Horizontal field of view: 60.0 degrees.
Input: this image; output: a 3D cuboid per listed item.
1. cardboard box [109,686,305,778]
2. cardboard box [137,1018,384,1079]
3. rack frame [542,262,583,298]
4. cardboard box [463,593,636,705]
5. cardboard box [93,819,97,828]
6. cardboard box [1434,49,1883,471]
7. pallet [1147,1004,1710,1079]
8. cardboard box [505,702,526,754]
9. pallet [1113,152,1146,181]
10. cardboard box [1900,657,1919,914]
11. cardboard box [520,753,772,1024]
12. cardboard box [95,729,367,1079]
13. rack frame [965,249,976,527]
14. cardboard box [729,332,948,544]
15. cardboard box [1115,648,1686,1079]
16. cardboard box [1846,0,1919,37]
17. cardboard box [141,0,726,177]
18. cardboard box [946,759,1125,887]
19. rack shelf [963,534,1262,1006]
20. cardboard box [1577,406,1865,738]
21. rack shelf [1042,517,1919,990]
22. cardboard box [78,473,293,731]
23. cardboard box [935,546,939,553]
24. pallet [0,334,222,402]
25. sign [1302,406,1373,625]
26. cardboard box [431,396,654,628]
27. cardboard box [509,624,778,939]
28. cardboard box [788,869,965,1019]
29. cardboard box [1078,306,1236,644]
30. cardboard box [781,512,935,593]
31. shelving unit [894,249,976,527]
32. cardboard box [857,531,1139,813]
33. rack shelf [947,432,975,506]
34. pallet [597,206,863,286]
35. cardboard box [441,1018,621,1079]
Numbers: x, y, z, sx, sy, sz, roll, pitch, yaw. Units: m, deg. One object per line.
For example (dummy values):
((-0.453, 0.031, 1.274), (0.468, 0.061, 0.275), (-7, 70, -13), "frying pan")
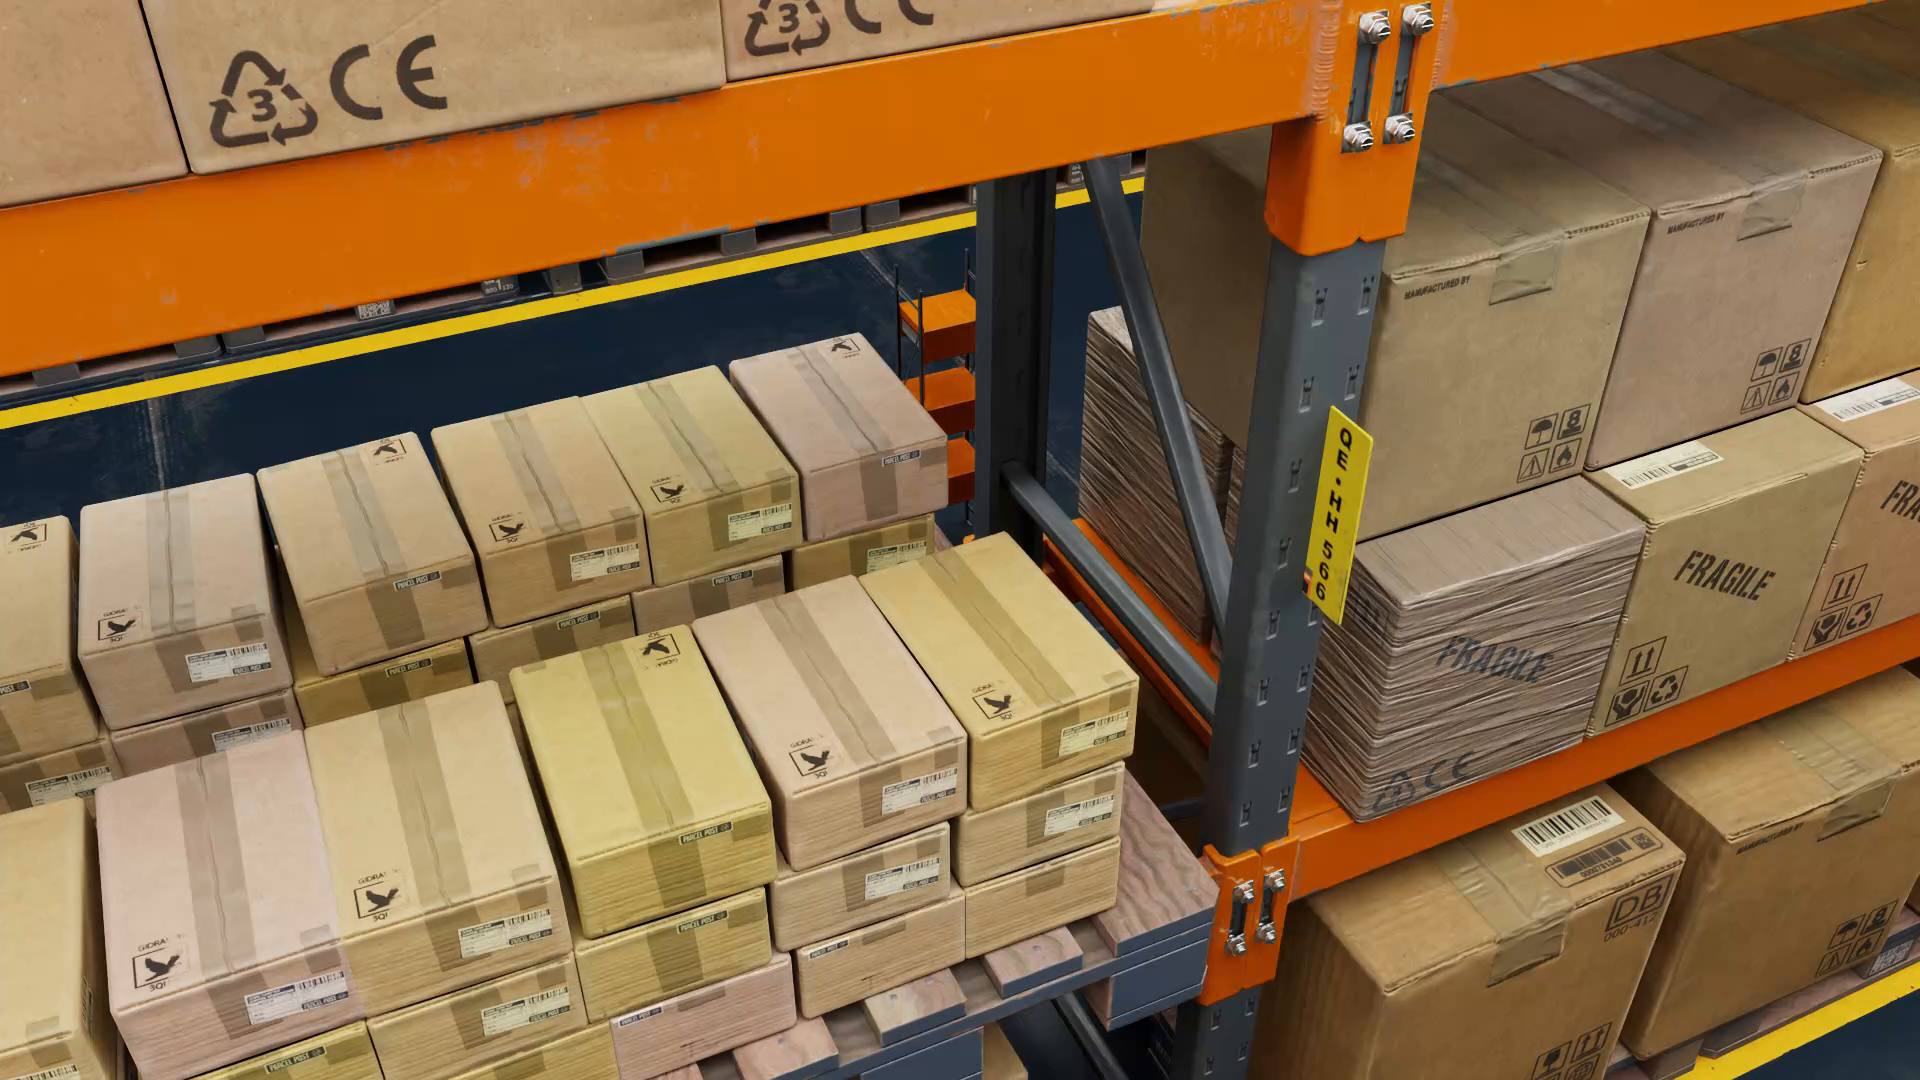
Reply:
((-1.168, 0.204, 2.566), (0.250, 0.149, 0.380), (-16, 39, -20), "cardboard box")
((-0.890, 0.556, 2.091), (0.250, 0.149, 0.380), (-16, 39, -20), "cardboard box")
((-1.900, -2.533, 6.647), (0.127, 3.000, 1.000), (-16, 39, -20), "rack frame")
((-0.713, 0.077, 2.737), (0.250, 0.149, 0.380), (-17, 40, -21), "cardboard box")
((-1.396, 0.385, 2.572), (0.250, 0.149, 0.380), (-15, 39, -19), "cardboard box")
((1.162, -0.568, 3.074), (0.500, 0.500, 0.700), (-16, 40, -21), "cardboard box")
((1.040, 1.072, 4.127), (1.213, 0.211, 1.003), (-16, 39, -20), "pallet")
((-0.683, 0.184, 2.842), (0.250, 0.149, 0.380), (-14, 39, -18), "cardboard box")
((1.016, -2.227, 8.576), (1.213, 0.211, 1.003), (-16, 39, -20), "pallet")
((2.517, 0.281, 4.389), (0.750, 0.750, 1.050), (-16, 39, -20), "cardboard box")
((-0.437, 0.431, 2.260), (0.250, 0.149, 0.380), (-15, 39, -19), "cardboard box")
((-0.881, 0.432, 2.009), (0.250, 0.149, 0.380), (-16, 39, -20), "cardboard box")
((0.062, -0.439, 5.461), (0.008, 1.050, 0.200), (-16, 39, -20), "rack frame")
((-0.210, -0.182, 2.836), (0.250, 0.149, 0.380), (-16, 39, -20), "cardboard box")
((0.884, 0.740, 3.770), (0.750, 0.750, 1.050), (-16, 40, -21), "cardboard box")
((2.088, -0.828, 3.425), (0.500, 0.500, 0.700), (-16, 39, -20), "cardboard box")
((-0.562, -0.719, 1.599), (0.500, 0.500, 0.500), (-16, 39, -20), "cardboard box")
((0.041, 0.295, 2.444), (0.250, 0.149, 0.380), (-15, 39, -19), "cardboard box")
((-1.516, 0.906, 2.614), (4.000, 0.370, 1.077), (-16, 39, -20), "rack shelf")
((1.274, -0.027, 3.185), (0.500, 0.500, 0.500), (-16, 39, -20), "cardboard box")
((2.105, -0.106, 3.979), (4.000, 0.370, 1.077), (-16, 39, -20), "rack shelf")
((-1.157, 0.082, 2.480), (0.250, 0.149, 0.380), (-14, 39, -18), "cardboard box")
((-0.197, 0.048, 3.026), (0.250, 0.149, 0.380), (-16, 40, -21), "cardboard box")
((-3.749, -0.947, 6.850), (1.213, 0.211, 1.003), (-16, 39, -20), "pallet")
((0.533, -0.032, 2.369), (0.005, 0.325, 0.100), (-16, 39, -20), "sign")
((-0.672, -0.054, 2.664), (0.250, 0.149, 0.380), (-16, 39, -20), "cardboard box")
((-0.420, 0.304, 2.181), (0.250, 0.149, 0.380), (-14, 39, -19), "cardboard box")
((-0.182, 0.478, 2.446), (0.250, 0.149, 0.380), (-16, 39, -20), "cardboard box")
((0.588, -0.188, 3.401), (0.500, 0.500, 0.500), (-16, 39, -20), "cardboard box")
((-0.228, -0.062, 2.924), (0.250, 0.149, 0.380), (-14, 39, -18), "cardboard box")
((-0.048, -0.408, 5.419), (0.252, 1.050, 0.215), (-16, 39, -20), "shelving unit")
((0.045, 0.176, 2.354), (0.250, 0.149, 0.380), (-17, 40, -22), "cardboard box")
((-0.048, -0.176, 5.591), (0.240, 0.259, 0.215), (-16, 39, -20), "rack shelf")
((-1.192, -1.610, 7.743), (1.213, 0.211, 1.003), (-16, 39, -20), "pallet")
((-0.642, 0.605, 2.275), (0.250, 0.149, 0.380), (-16, 40, -21), "cardboard box")
